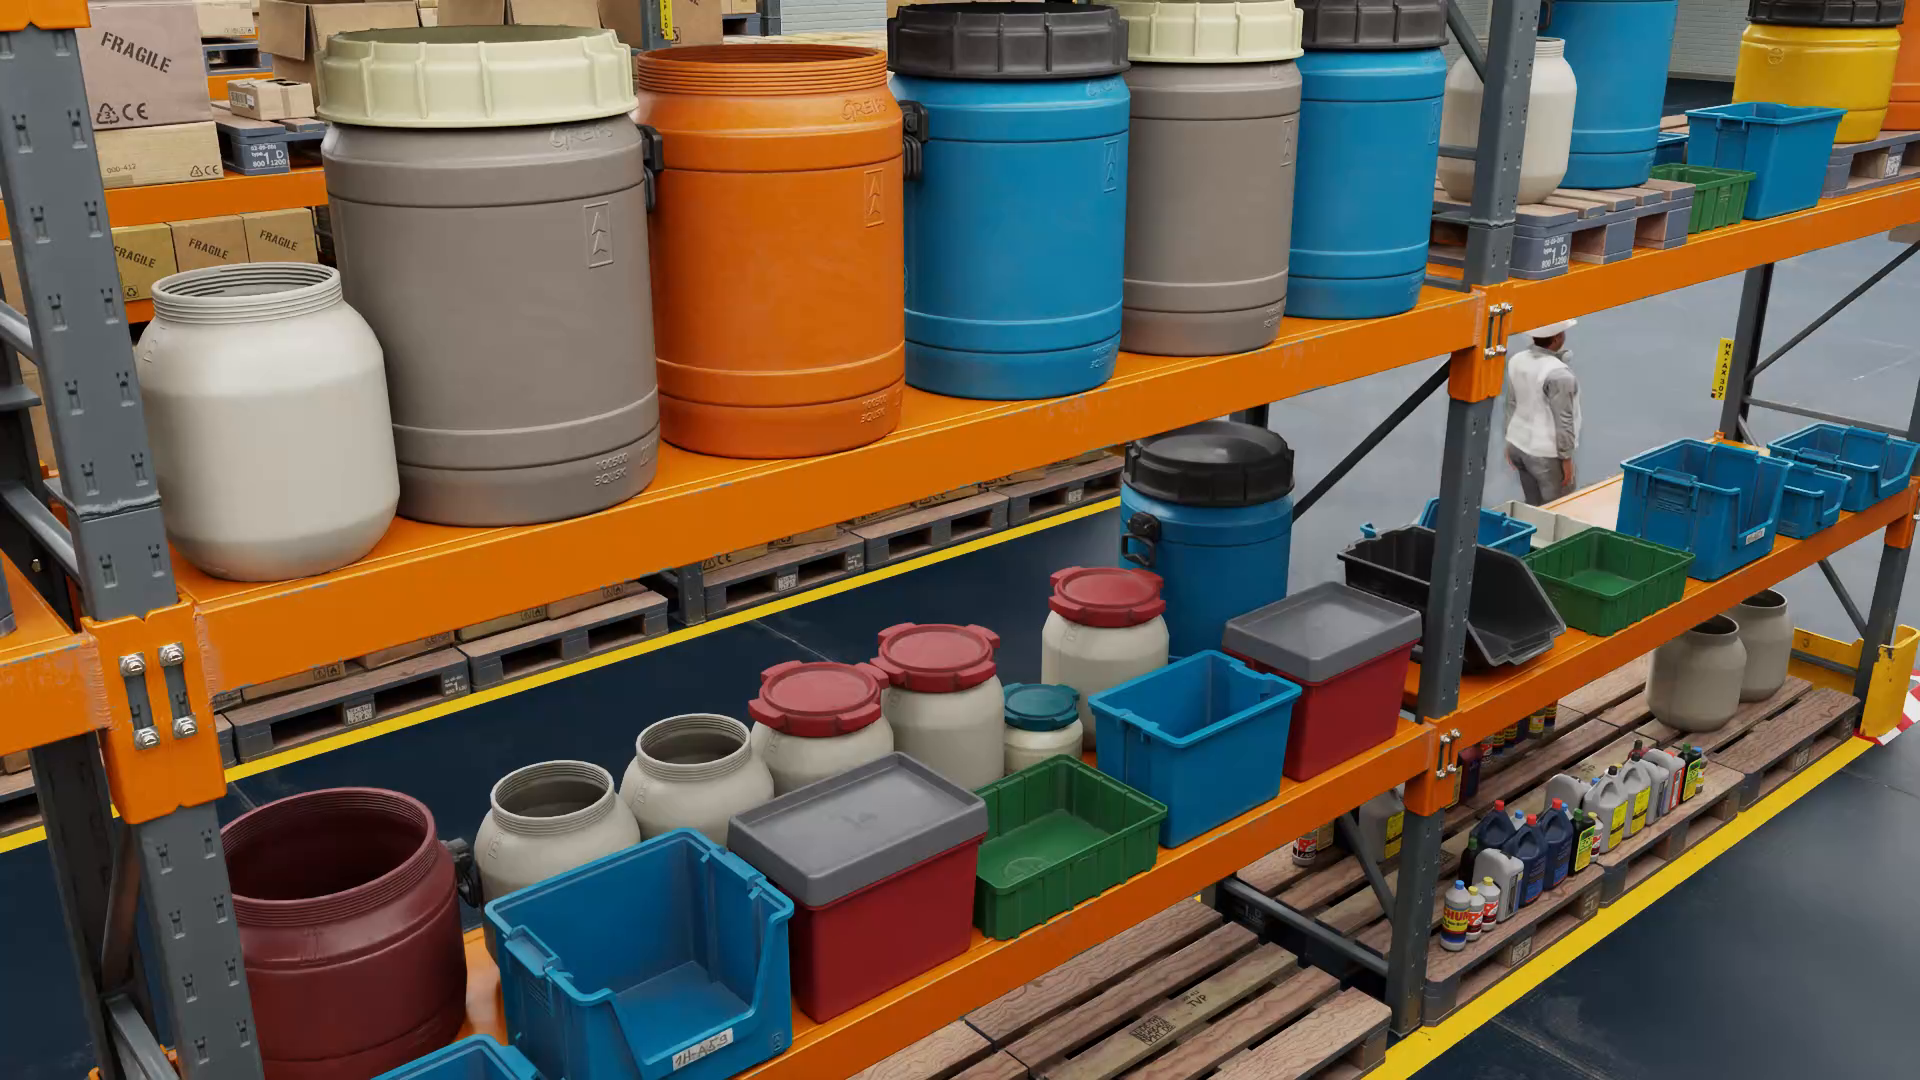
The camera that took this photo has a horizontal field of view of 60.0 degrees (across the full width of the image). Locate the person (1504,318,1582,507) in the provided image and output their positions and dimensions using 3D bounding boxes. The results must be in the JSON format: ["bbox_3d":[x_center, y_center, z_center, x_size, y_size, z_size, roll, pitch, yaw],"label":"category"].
[{"bbox_3d":[3.449,-0.549,9.935,0.669,1.756,0.539,-6,22,-16],"label":"person"}]
